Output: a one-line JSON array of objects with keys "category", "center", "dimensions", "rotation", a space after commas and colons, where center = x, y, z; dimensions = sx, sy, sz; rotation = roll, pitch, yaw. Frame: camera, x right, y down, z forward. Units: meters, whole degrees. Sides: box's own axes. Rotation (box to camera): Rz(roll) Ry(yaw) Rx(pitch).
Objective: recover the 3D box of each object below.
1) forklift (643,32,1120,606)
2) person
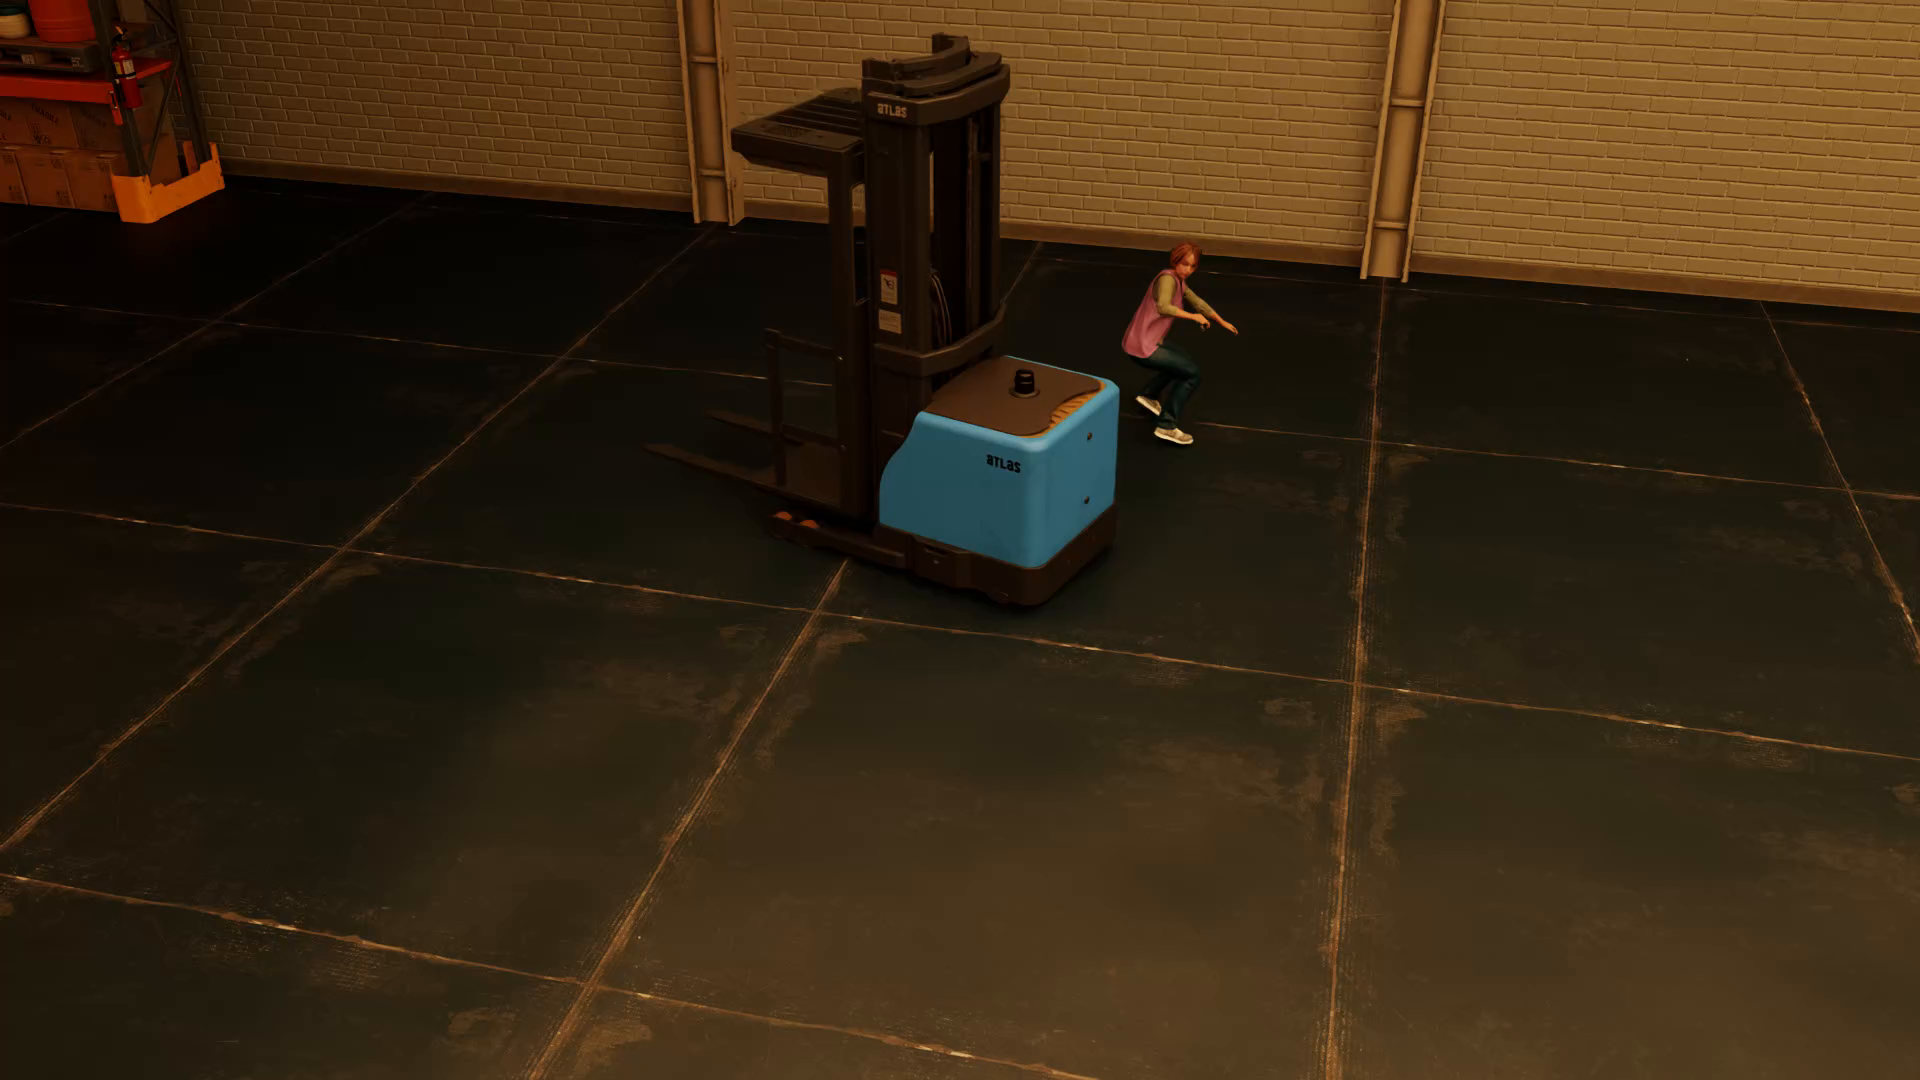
[{"category": "forklift", "center": [-0.590, -1.434, 9.701], "dimensions": [3.031, 2.935, 1.130], "rotation": [17, 34, 27]}, {"category": "person", "center": [1.488, -1.321, 11.144], "dimensions": [0.811, 1.353, 0.686], "rotation": [1, 30, 2]}]
